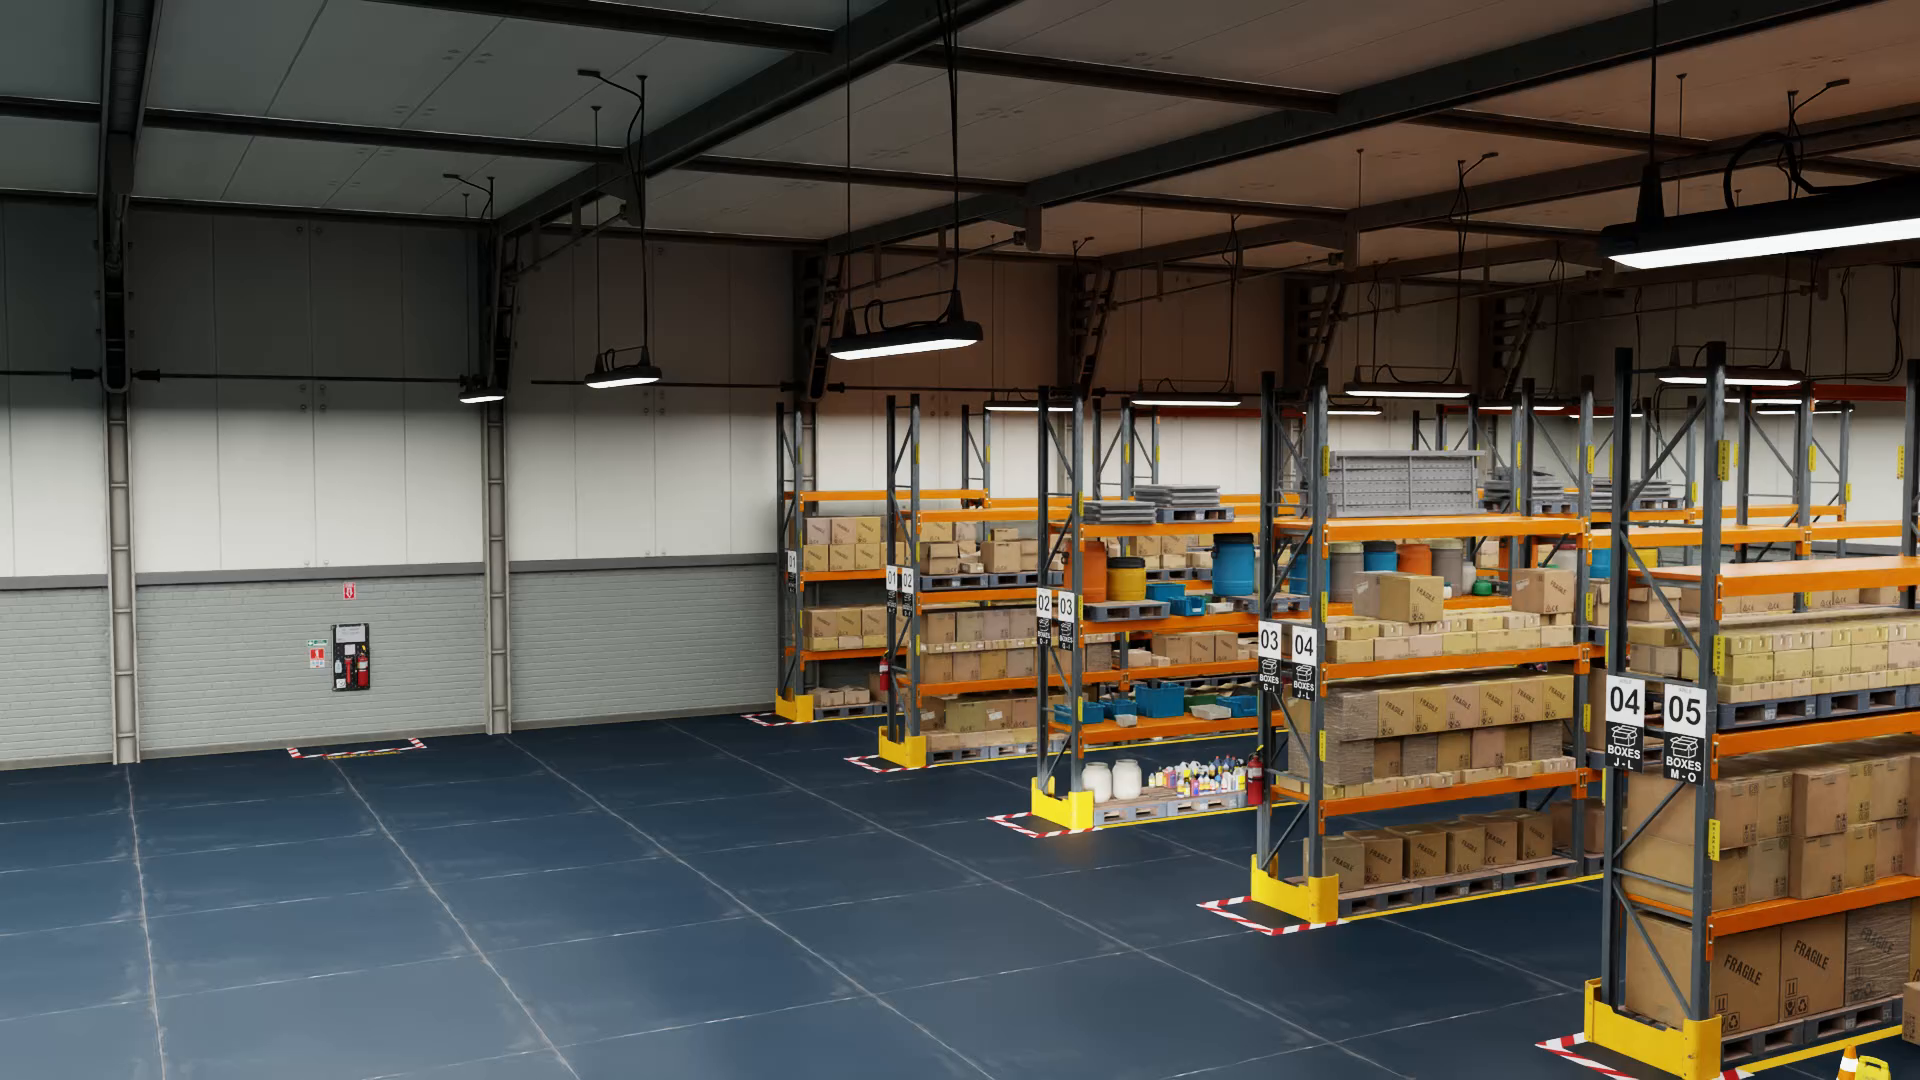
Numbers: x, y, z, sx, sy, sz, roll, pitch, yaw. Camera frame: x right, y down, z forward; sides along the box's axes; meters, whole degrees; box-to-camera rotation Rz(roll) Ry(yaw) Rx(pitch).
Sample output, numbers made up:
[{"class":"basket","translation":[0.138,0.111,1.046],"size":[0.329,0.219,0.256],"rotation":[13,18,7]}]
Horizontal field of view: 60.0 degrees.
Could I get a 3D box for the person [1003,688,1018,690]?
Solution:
[{"class":"person","translation":[0.859,2.628,30.793],"size":[0.946,1.547,0.434],"rotation":[-2,4,-28]}]
